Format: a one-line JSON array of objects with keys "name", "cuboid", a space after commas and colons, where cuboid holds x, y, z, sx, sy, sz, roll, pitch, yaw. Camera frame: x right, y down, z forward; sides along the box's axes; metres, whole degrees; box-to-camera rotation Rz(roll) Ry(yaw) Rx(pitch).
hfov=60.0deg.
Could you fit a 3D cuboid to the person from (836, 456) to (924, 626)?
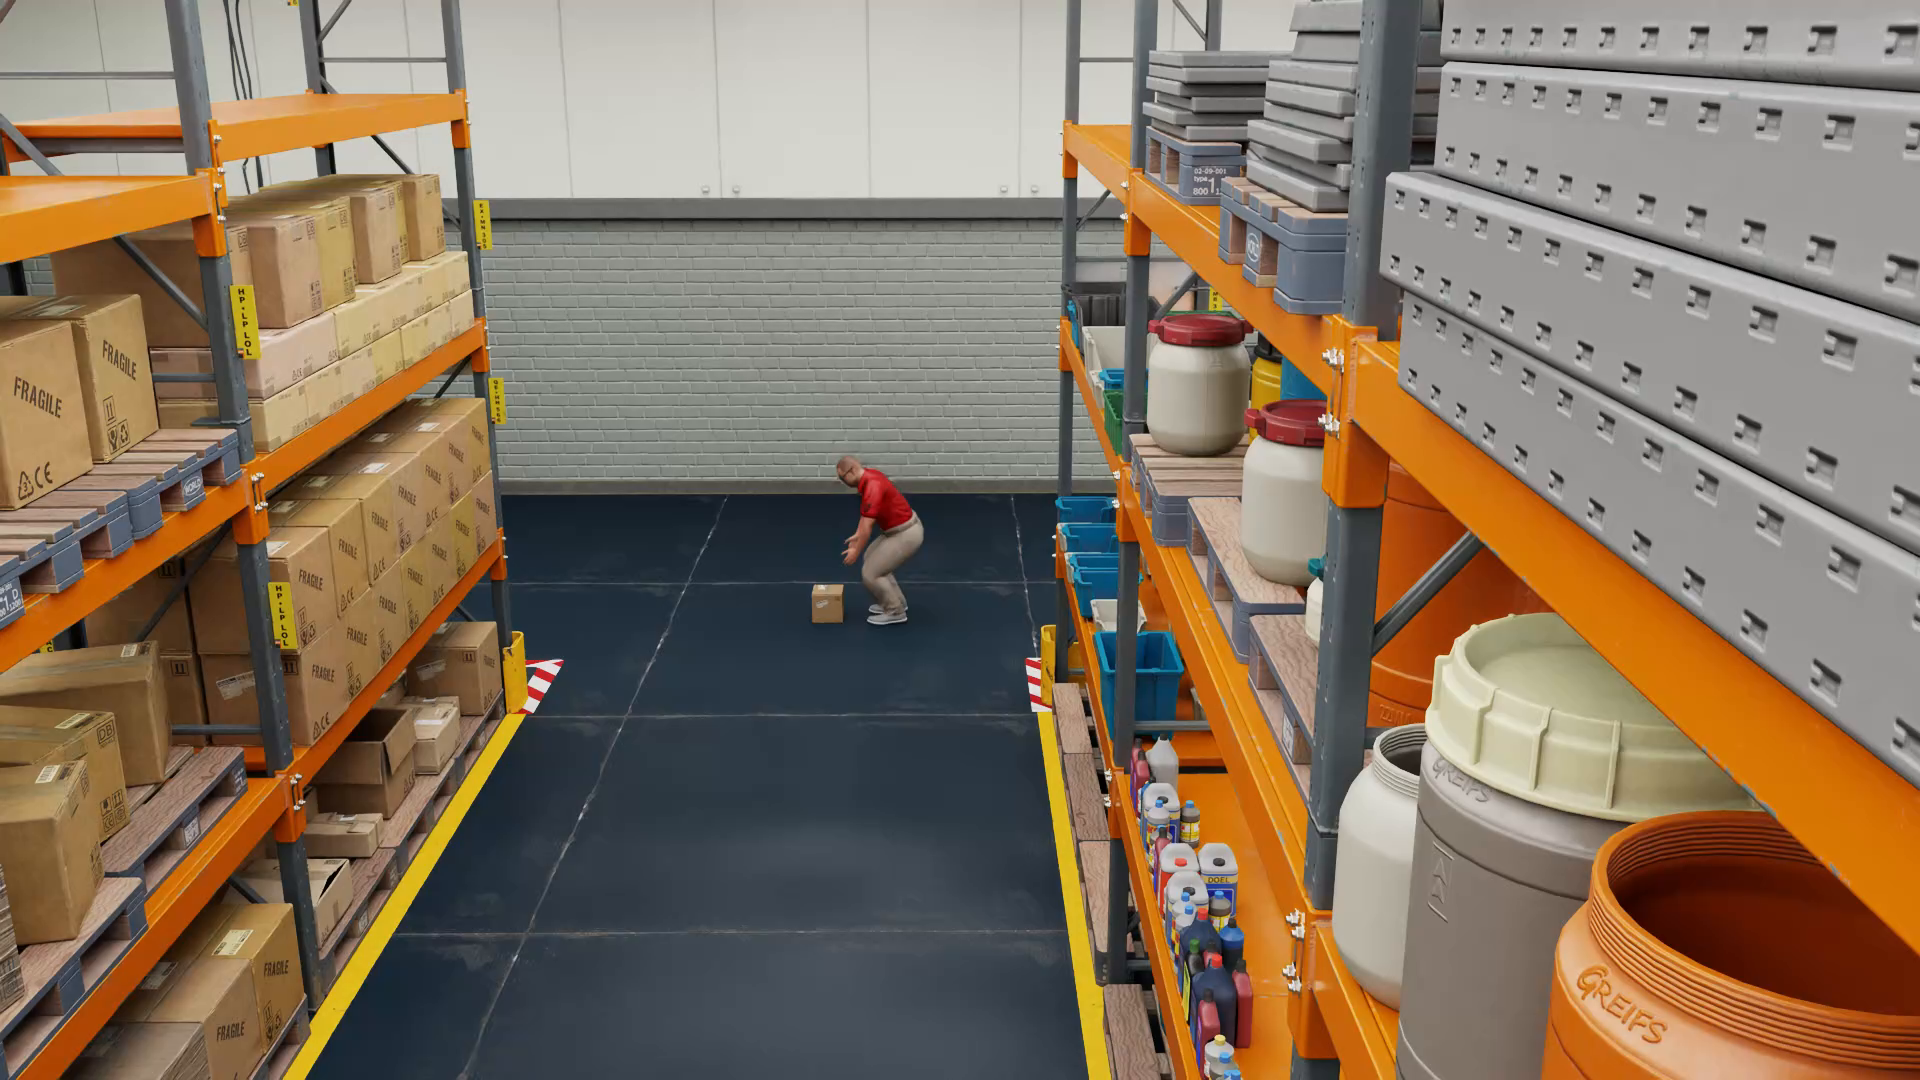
[{"name": "person", "cuboid": [-0.649, -0.011, 13.670, 0.707, 1.409, 0.590, 0, 17, -1]}]
